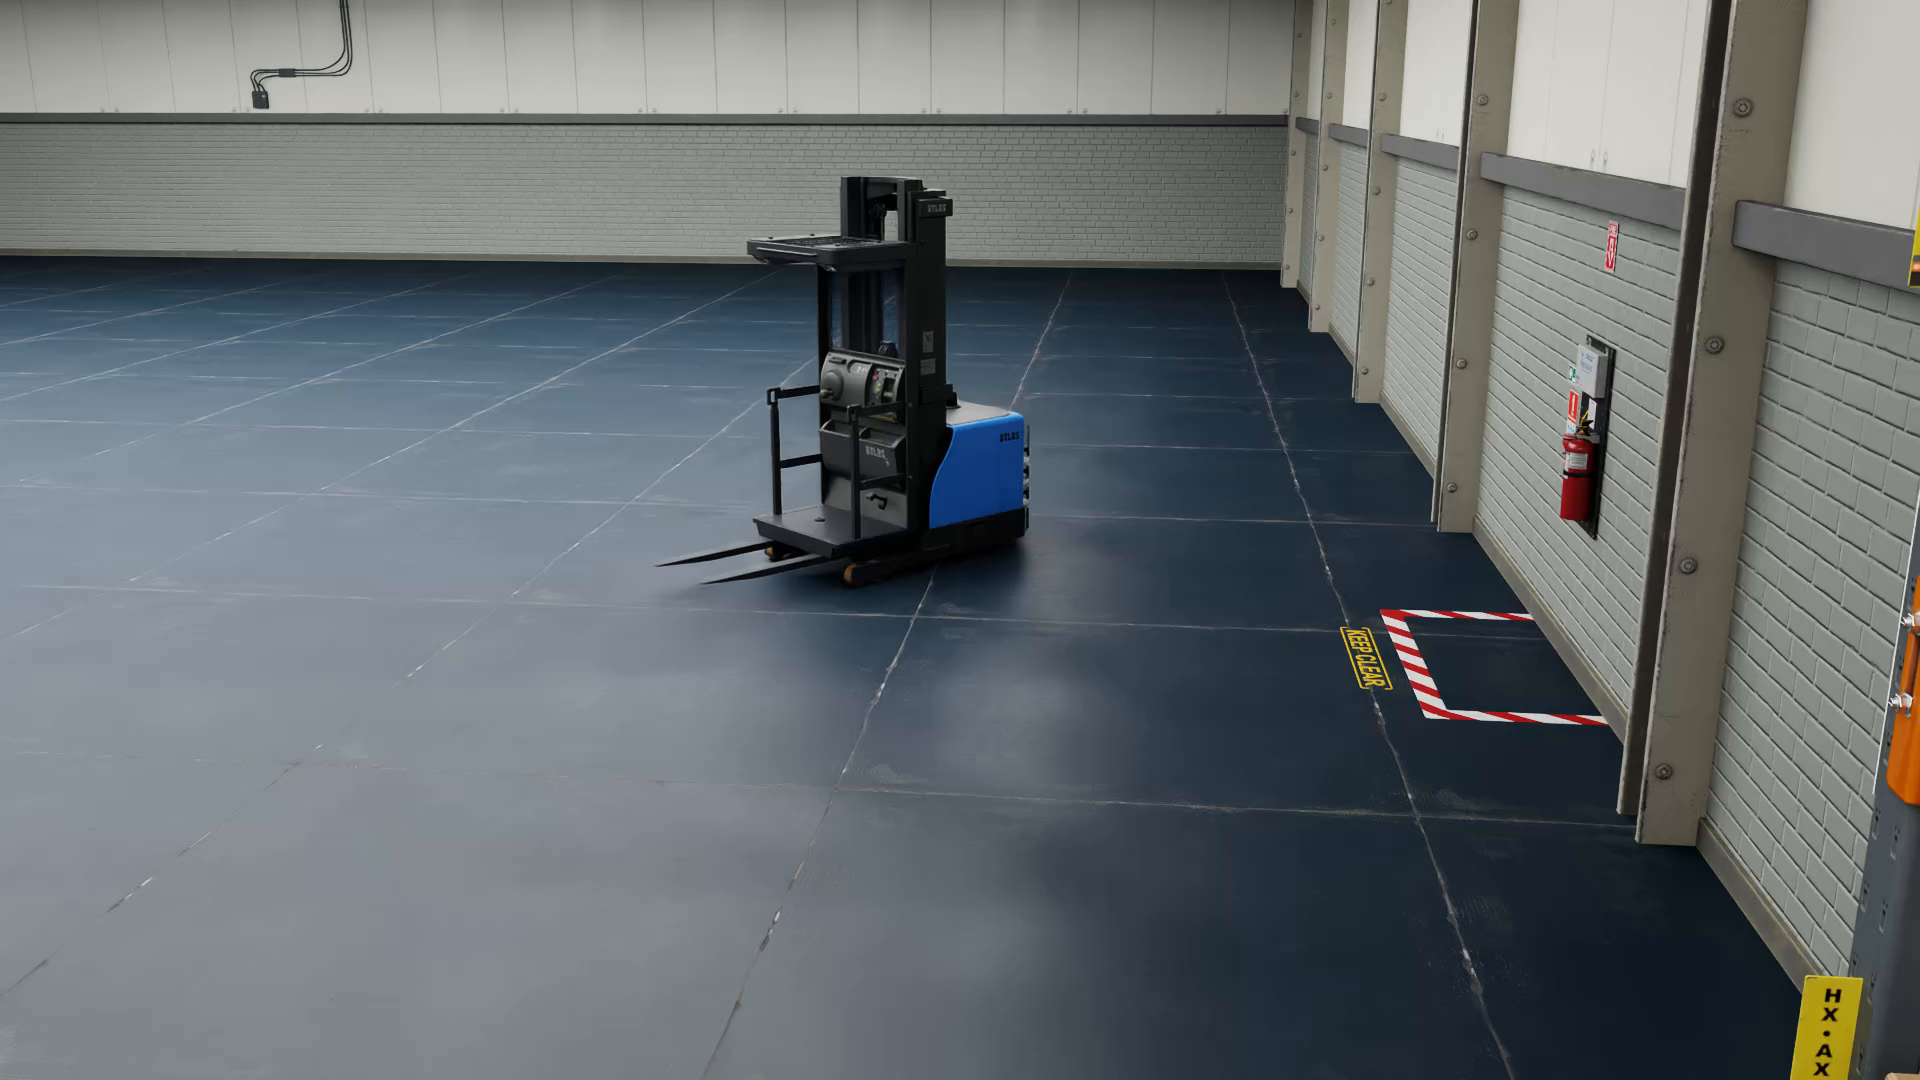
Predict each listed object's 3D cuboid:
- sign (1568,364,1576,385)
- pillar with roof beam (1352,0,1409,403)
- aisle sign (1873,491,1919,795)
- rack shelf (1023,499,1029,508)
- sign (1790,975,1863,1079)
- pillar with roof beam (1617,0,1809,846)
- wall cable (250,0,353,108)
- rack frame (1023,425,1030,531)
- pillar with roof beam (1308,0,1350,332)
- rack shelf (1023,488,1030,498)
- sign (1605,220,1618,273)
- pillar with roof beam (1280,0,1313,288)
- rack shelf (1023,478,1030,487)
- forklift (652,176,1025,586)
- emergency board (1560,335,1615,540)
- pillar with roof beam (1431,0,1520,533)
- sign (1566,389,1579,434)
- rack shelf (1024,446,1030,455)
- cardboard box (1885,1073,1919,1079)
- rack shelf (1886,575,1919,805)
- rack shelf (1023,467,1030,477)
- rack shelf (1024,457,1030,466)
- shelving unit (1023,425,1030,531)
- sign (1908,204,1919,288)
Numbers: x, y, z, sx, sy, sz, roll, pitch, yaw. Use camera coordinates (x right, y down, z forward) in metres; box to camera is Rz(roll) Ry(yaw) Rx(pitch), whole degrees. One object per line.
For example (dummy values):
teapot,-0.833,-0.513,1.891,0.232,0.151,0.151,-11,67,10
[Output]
sign,3.974,-1.059,10.750,0.001,0.109,0.331,2,15,6
pillar with roof beam,0.579,-6.142,19.137,9.100,9.000,0.400,2,15,6
aisle sign,1.755,0.060,2.715,0.394,0.787,0.004,2,15,6
rack shelf,0.417,-0.300,13.866,0.258,0.077,0.200,10,18,32
sign,1.505,0.908,2.898,0.100,0.325,0.005,2,15,6
pillar with roof beam,-0.775,-3.030,7.627,9.100,9.000,0.400,2,15,6
wall cable,-14.011,-12.139,34.798,2.305,6.003,0.169,2,15,6
rack frame,0.473,-0.529,13.892,0.240,0.900,0.006,10,18,32
pillar with roof beam,1.256,-7.698,24.892,9.100,9.000,0.400,2,15,6
rack shelf,0.417,-0.387,13.842,0.258,0.077,0.200,10,18,32
sign,3.919,-1.765,10.002,0.001,0.298,0.199,2,15,6
pillar with roof beam,1.933,-9.254,30.647,9.100,9.000,0.400,2,15,6
rack shelf,0.417,-0.474,13.819,0.258,0.077,0.200,10,18,32
forklift,-0.904,-1.223,12.571,3.031,2.935,1.130,-13,20,-40
emergency board,3.819,-0.647,10.308,0.194,1.169,0.643,2,15,6
pillar with roof beam,-0.098,-4.586,13.382,9.100,9.000,0.400,2,15,6
sign,3.984,-0.804,10.822,0.001,0.329,0.234,2,15,6
rack shelf,0.417,-0.735,13.748,0.258,0.077,0.200,10,18,32
cardboard box,1.692,1.158,2.446,0.500,0.500,0.500,2,15,6
rack shelf,1.819,0.760,0.736,1.077,0.370,4.000,2,15,6
rack shelf,0.417,-0.561,13.795,0.258,0.077,0.200,10,18,32
rack shelf,0.417,-0.648,13.772,0.258,0.077,0.200,10,18,32
shelving unit,0.417,-0.506,13.810,0.258,0.900,0.210,10,18,32
sign,1.505,-0.544,2.506,0.100,0.325,0.005,2,15,6
